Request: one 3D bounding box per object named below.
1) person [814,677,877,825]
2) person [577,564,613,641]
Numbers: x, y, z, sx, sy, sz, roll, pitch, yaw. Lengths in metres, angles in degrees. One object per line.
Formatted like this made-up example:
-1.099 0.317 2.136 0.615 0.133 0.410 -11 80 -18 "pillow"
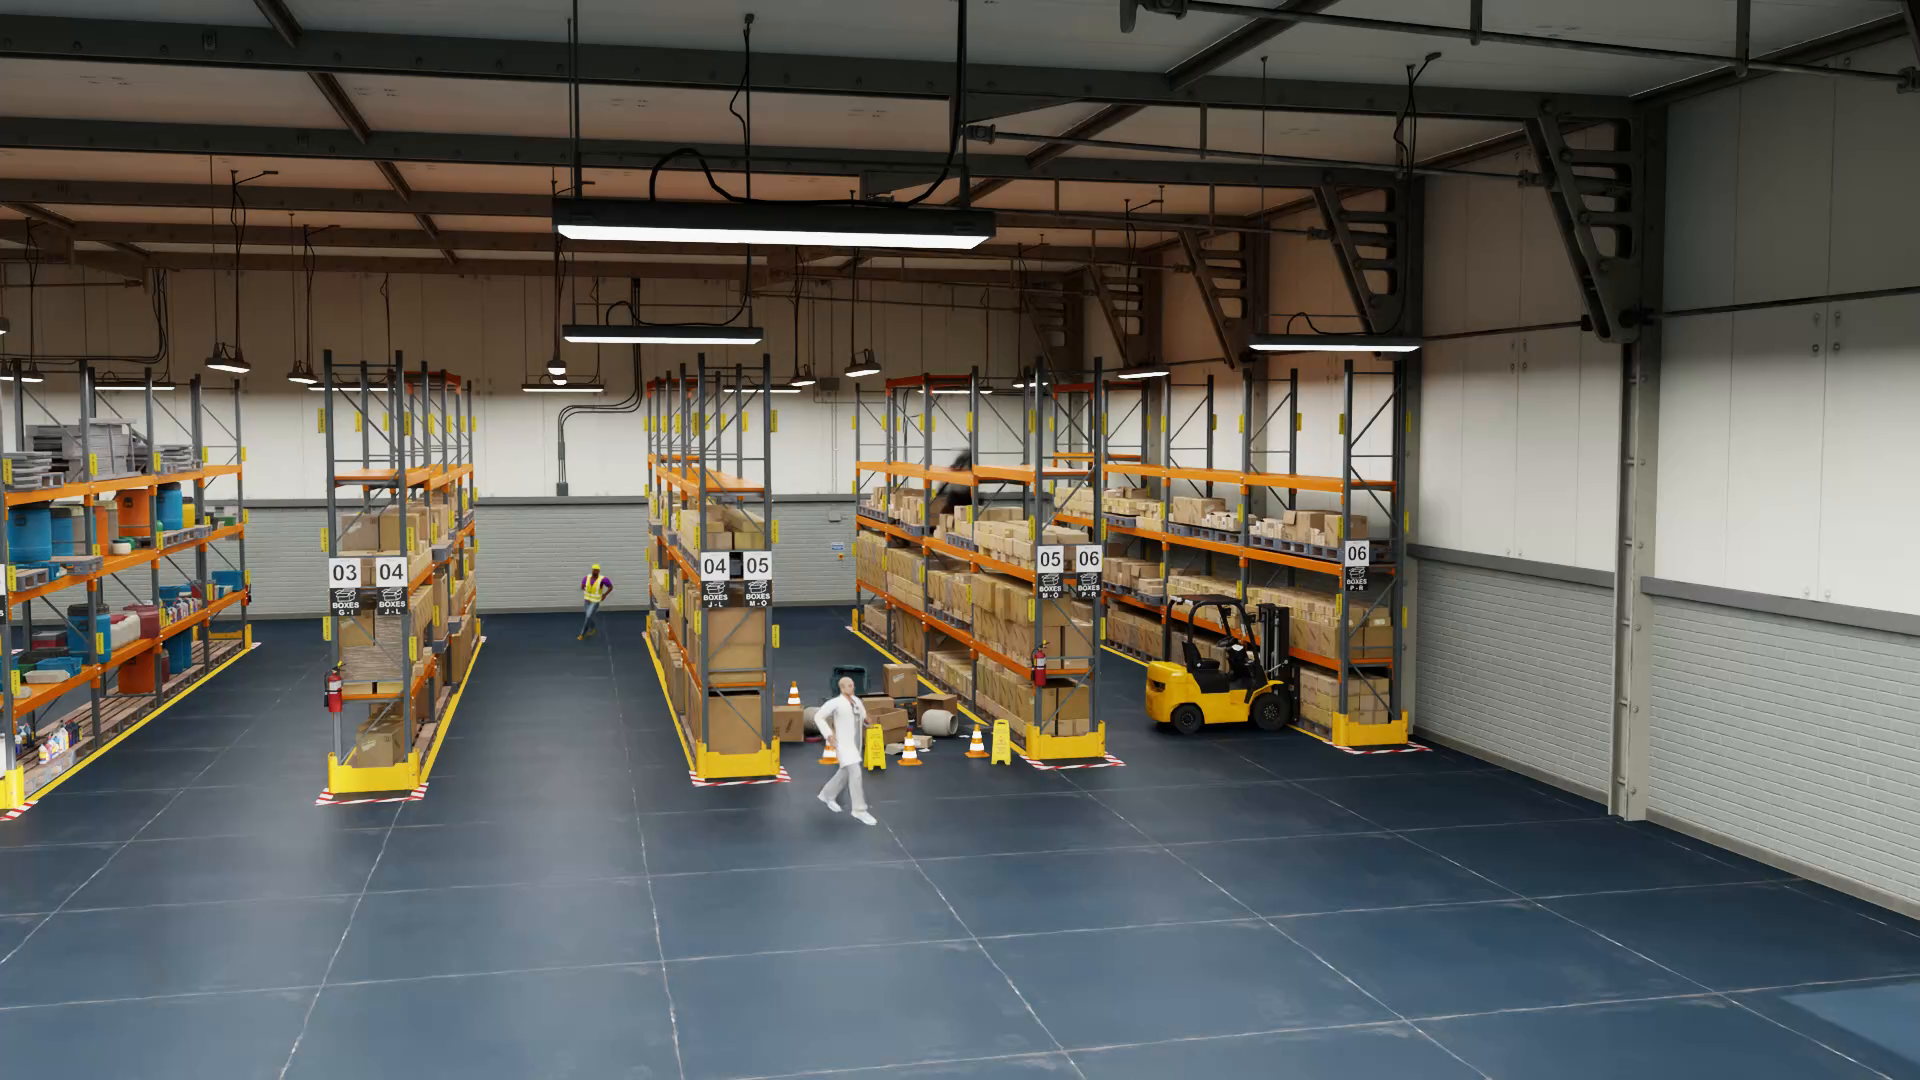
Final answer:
-1.422 2.630 21.015 0.985 1.807 0.688 2 5 31 "person"
-8.522 1.435 38.755 0.704 1.771 0.839 2 4 22 "person"
